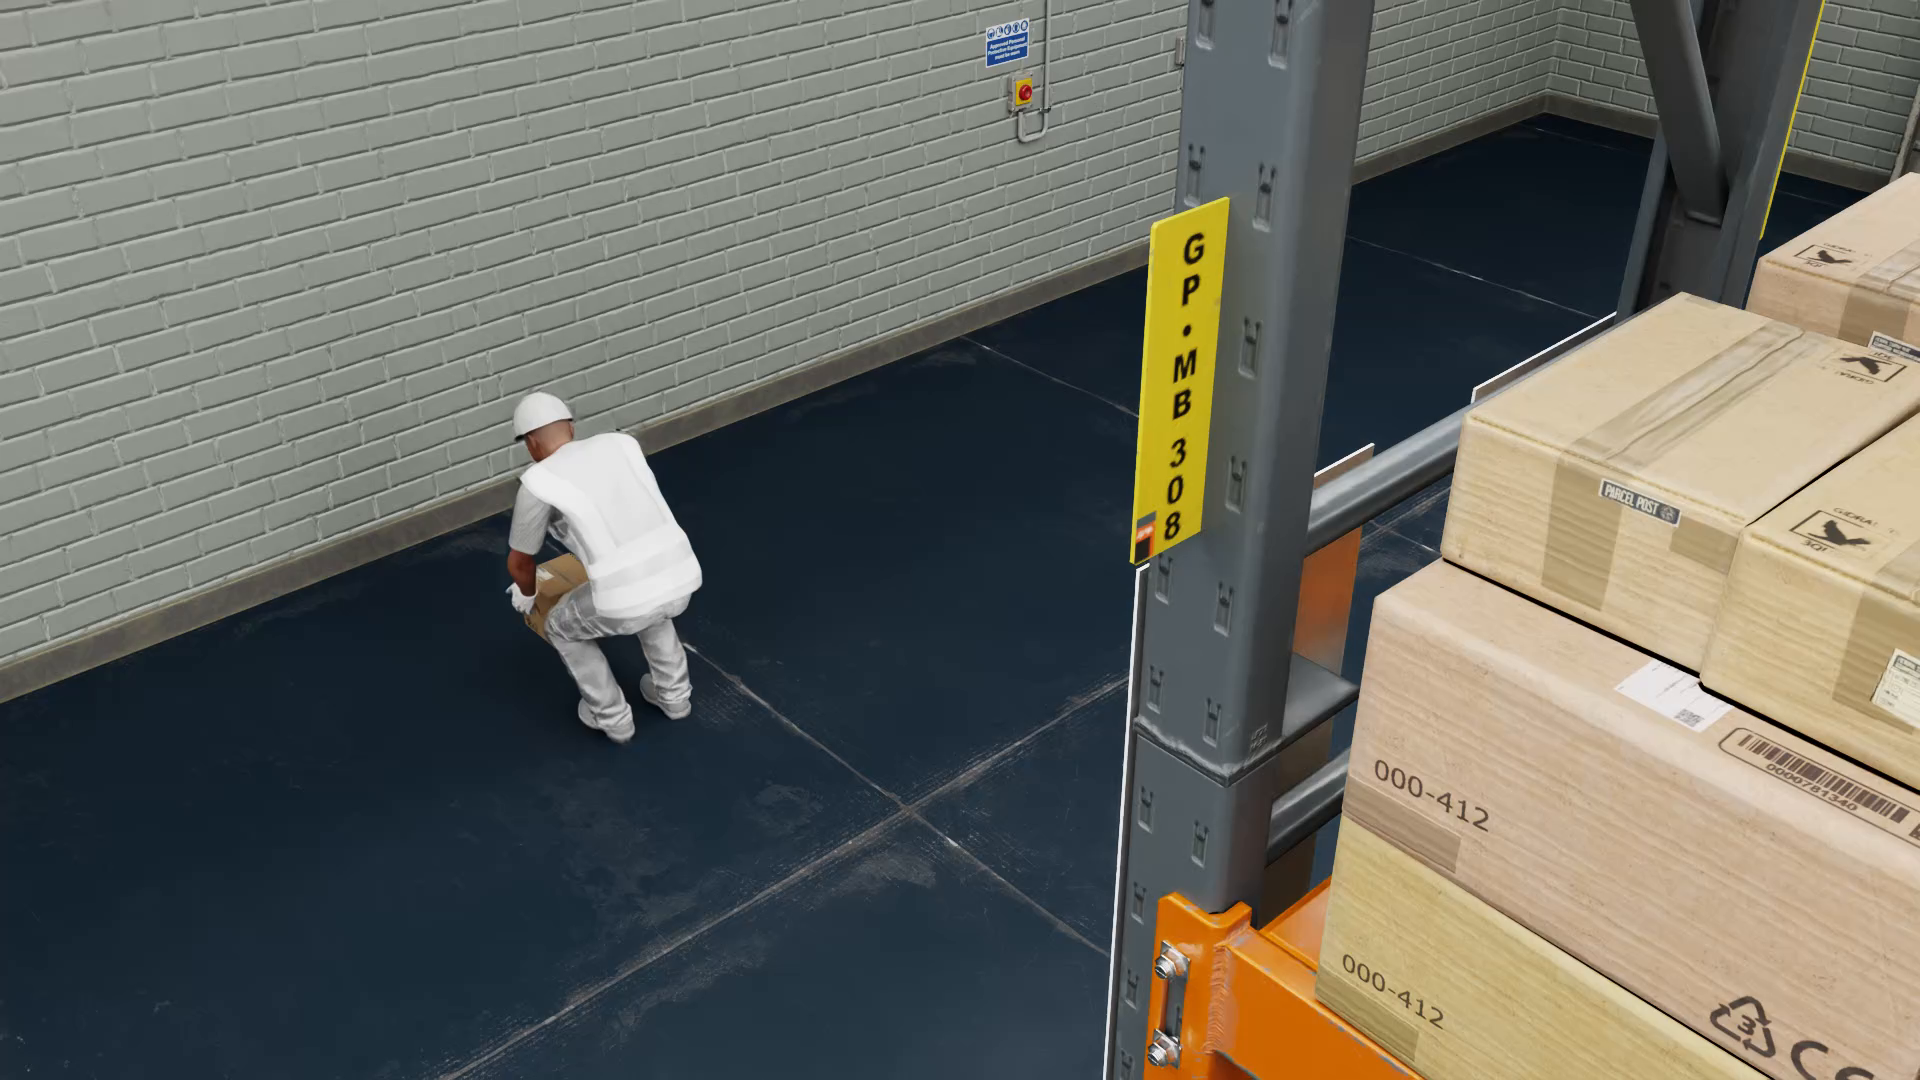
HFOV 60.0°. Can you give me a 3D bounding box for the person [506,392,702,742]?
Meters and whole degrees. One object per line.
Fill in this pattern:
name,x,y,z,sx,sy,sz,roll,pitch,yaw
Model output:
person,-1.366,0.133,6.342,0.612,1.322,0.813,-26,40,-35
